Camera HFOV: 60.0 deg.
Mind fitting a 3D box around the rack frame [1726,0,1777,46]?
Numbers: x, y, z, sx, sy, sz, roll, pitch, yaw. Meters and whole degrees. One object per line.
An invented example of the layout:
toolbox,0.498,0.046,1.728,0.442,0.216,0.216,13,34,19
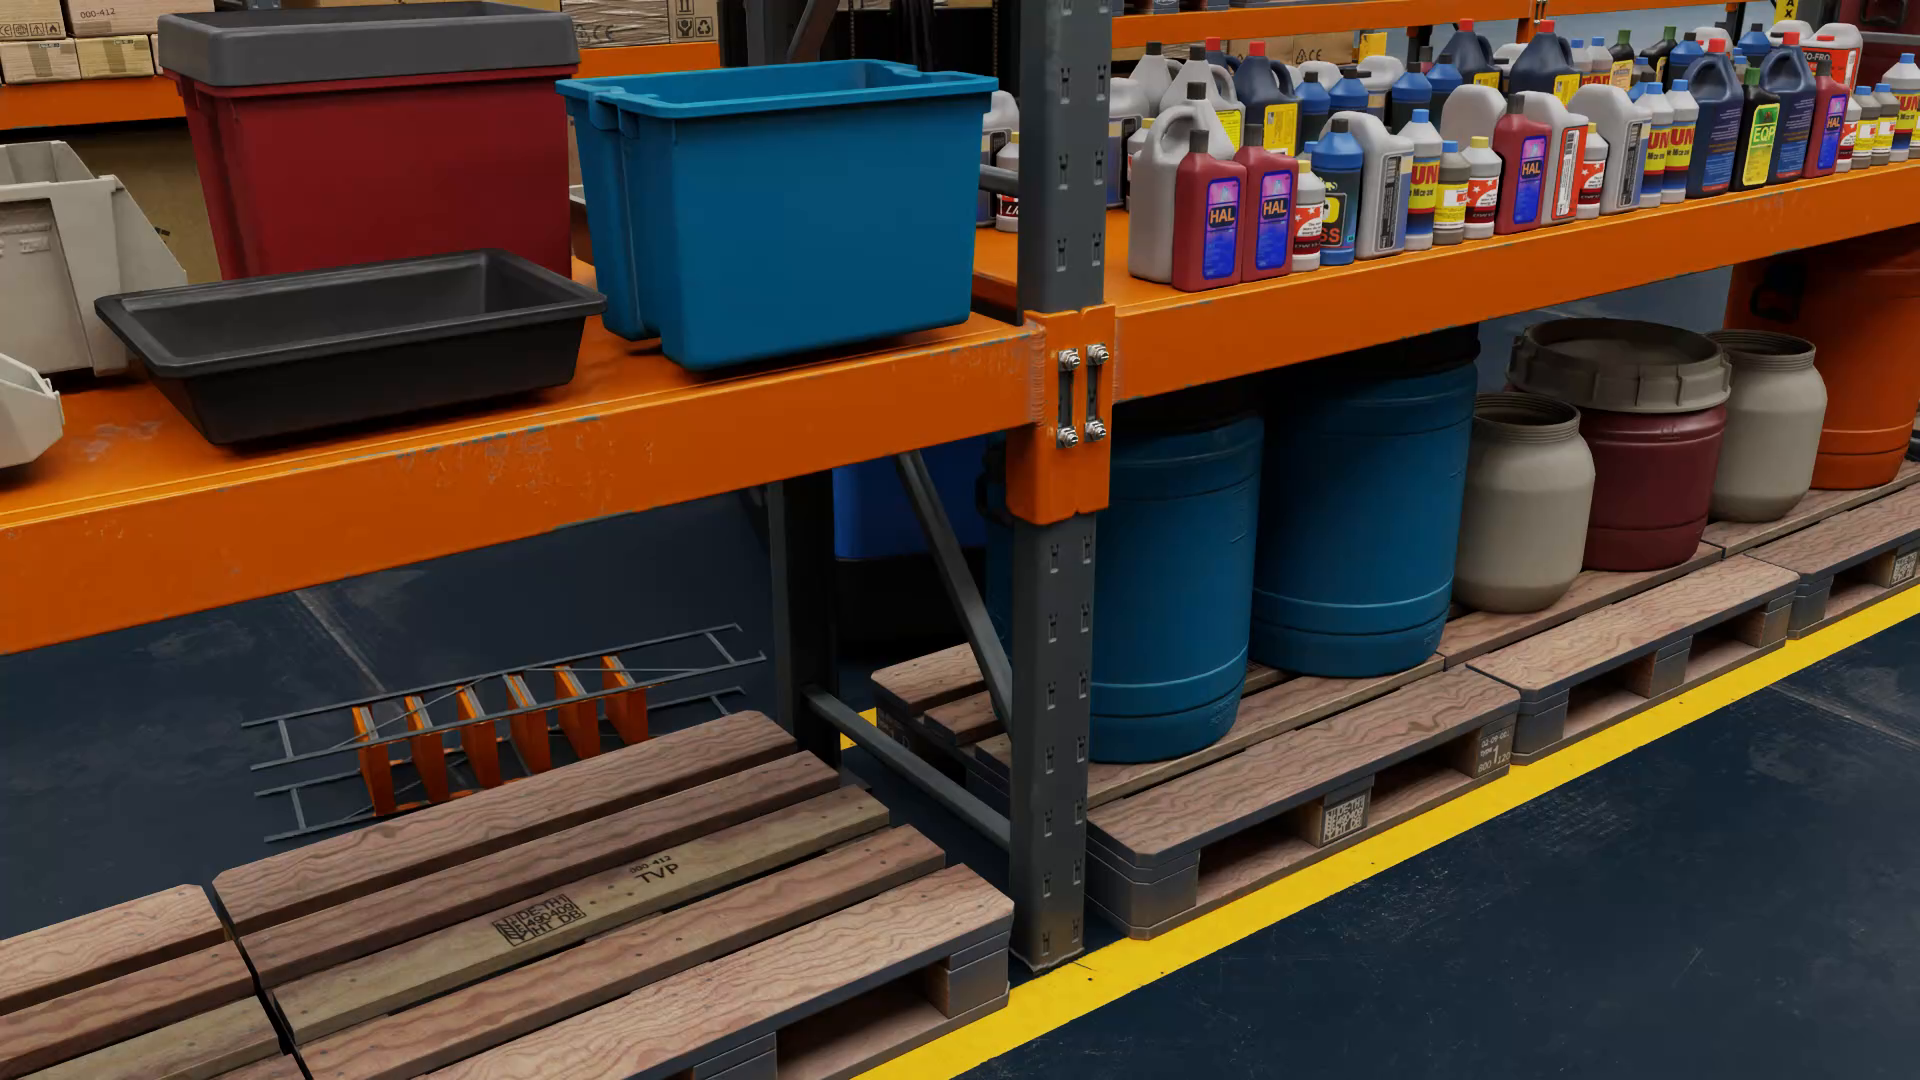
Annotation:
rack frame,6.754,-4.789,13.350,0.127,3.000,1.000,-15,26,-33

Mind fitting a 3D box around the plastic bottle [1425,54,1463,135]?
plastic bottle,1.262,-1.136,4.369,0.097,0.271,0.097,0,22,0

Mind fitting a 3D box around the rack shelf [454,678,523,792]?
rack shelf,-1.133,0.459,3.982,0.103,0.180,0.258,-11,24,-25

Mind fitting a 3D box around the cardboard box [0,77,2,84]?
cardboard box,-3.670,-1.743,6.057,0.250,0.149,0.380,-14,26,-32

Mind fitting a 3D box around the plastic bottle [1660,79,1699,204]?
plastic bottle,1.633,-0.916,3.818,0.097,0.271,0.097,0,22,0

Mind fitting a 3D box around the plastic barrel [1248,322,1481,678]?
plastic barrel,0.932,-0.188,4.084,0.708,0.901,0.600,-15,26,-33

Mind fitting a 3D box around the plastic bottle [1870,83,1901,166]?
plastic bottle,2.386,-1.084,4.334,0.097,0.201,0.097,0,22,0

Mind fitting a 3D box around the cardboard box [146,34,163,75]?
cardboard box,-3.044,-1.910,6.475,0.250,0.149,0.380,-15,26,-33

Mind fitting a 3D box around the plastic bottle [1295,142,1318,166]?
plastic bottle,0.713,-0.707,3.390,0.097,0.201,0.097,0,22,0

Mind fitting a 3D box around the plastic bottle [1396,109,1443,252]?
plastic bottle,0.911,-0.723,3.335,0.097,0.271,0.097,0,22,0

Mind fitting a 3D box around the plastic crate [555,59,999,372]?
plastic crate,-0.274,-0.518,2.588,0.575,0.384,0.392,-15,26,-33

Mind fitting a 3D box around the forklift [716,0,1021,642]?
forklift,-0.281,-1.600,5.450,1.130,2.935,3.031,-6,23,-15

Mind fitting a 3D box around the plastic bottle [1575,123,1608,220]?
plastic bottle,1.365,-0.812,3.652,0.097,0.201,0.097,0,22,0

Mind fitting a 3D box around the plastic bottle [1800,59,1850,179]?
plastic bottle,2.145,-1.050,4.137,0.133,0.283,0.061,-15,26,-33

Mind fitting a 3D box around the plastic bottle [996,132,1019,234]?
plastic bottle,0.124,-0.758,3.517,0.097,0.201,0.097,0,22,0

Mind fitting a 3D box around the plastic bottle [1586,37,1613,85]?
plastic bottle,1.831,-1.315,4.819,0.097,0.271,0.097,0,22,0

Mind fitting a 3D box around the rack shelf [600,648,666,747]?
rack shelf,-0.811,0.397,4.132,0.103,0.180,0.258,-11,24,-25

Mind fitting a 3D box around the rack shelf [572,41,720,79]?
rack shelf,-1.364,-2.290,8.059,4.000,0.370,1.077,-15,26,-33

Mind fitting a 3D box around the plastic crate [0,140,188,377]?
plastic crate,-1.442,-0.399,2.428,0.530,0.282,0.437,-15,26,-33

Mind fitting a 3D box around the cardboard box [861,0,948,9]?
cardboard box,-0.404,-2.816,8.272,0.500,0.500,0.500,-15,26,-33

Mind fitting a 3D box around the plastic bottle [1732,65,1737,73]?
plastic bottle,1.851,-0.999,4.010,0.133,0.283,0.061,-15,26,-33

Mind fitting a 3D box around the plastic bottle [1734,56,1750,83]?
plastic bottle,2.325,-1.345,4.988,0.097,0.201,0.097,0,22,0

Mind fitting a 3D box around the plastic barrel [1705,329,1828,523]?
plastic barrel,2.359,-0.347,5.008,0.421,0.512,0.421,0,22,0

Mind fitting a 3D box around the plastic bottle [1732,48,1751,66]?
plastic bottle,2.423,-1.441,5.227,0.097,0.201,0.097,0,22,0

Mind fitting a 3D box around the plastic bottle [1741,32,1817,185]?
plastic bottle,1.992,-1.059,4.070,0.185,0.351,0.144,-15,26,-33

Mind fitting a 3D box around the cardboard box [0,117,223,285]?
cardboard box,-3.570,-1.281,6.859,0.875,0.875,0.875,-15,26,-33

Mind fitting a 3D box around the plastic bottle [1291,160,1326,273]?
plastic bottle,0.643,-0.620,3.170,0.097,0.201,0.097,0,22,0

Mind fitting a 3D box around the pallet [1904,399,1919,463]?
pallet,3.804,-0.428,6.184,1.213,0.211,1.003,-15,26,-33

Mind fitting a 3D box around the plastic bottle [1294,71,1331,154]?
plastic bottle,0.830,-0.979,3.976,0.097,0.271,0.097,0,22,0

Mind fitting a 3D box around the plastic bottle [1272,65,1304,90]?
plastic bottle,0.742,-1.015,4.059,0.135,0.276,0.152,-15,26,-33

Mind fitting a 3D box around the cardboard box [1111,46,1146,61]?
cardboard box,1.243,-4.760,15.579,0.875,0.875,0.875,-14,26,-32

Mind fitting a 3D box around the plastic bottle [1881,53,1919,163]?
plastic bottle,2.465,-1.138,4.374,0.097,0.271,0.097,0,22,0

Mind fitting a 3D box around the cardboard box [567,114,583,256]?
cardboard box,-1.755,-1.738,8.005,0.875,0.875,1.225,-16,27,-35

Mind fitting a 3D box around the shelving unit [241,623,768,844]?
shelving unit,-1.065,0.446,4.014,1.200,0.189,0.258,-11,24,-25

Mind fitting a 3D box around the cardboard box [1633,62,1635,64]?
cardboard box,4.773,-3.316,12.465,0.500,0.500,0.500,-18,28,-37

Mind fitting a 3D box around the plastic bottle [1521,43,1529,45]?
plastic bottle,1.565,-1.244,4.641,0.097,0.271,0.097,0,22,0

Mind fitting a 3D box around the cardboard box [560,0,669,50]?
cardboard box,-1.654,-2.480,7.428,0.500,0.500,0.500,-16,27,-34

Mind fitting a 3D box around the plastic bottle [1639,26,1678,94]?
plastic bottle,2.101,-1.401,5.018,0.133,0.283,0.061,-15,26,-33

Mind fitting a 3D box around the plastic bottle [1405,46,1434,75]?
plastic bottle,1.201,-1.161,4.416,0.133,0.283,0.061,-15,26,-33

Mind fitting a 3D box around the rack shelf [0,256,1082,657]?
rack shelf,-1.718,0.066,2.155,4.000,0.370,1.077,-15,26,-33

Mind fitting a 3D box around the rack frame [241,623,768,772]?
rack frame,-1.066,0.361,3.980,1.200,0.006,0.240,-11,24,-25

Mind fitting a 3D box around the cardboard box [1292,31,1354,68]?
cardboard box,3.427,-5.345,17.043,0.875,0.875,0.875,-15,26,-33

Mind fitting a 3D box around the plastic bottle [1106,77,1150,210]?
plastic bottle,0.333,-0.905,3.786,0.135,0.276,0.152,-15,26,-33

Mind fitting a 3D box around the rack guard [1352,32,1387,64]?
rack guard,3.958,-5.147,17.621,0.348,0.500,1.175,-15,26,-33

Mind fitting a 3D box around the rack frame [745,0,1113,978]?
rack frame,-0.095,-0.701,3.107,0.127,3.000,1.000,-15,26,-33

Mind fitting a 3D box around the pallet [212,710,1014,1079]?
pallet,-0.669,0.765,3.196,1.213,0.211,1.003,-15,26,-33

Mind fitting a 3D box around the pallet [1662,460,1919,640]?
pallet,2.537,-0.089,5.334,1.213,0.211,1.003,-15,26,-33
